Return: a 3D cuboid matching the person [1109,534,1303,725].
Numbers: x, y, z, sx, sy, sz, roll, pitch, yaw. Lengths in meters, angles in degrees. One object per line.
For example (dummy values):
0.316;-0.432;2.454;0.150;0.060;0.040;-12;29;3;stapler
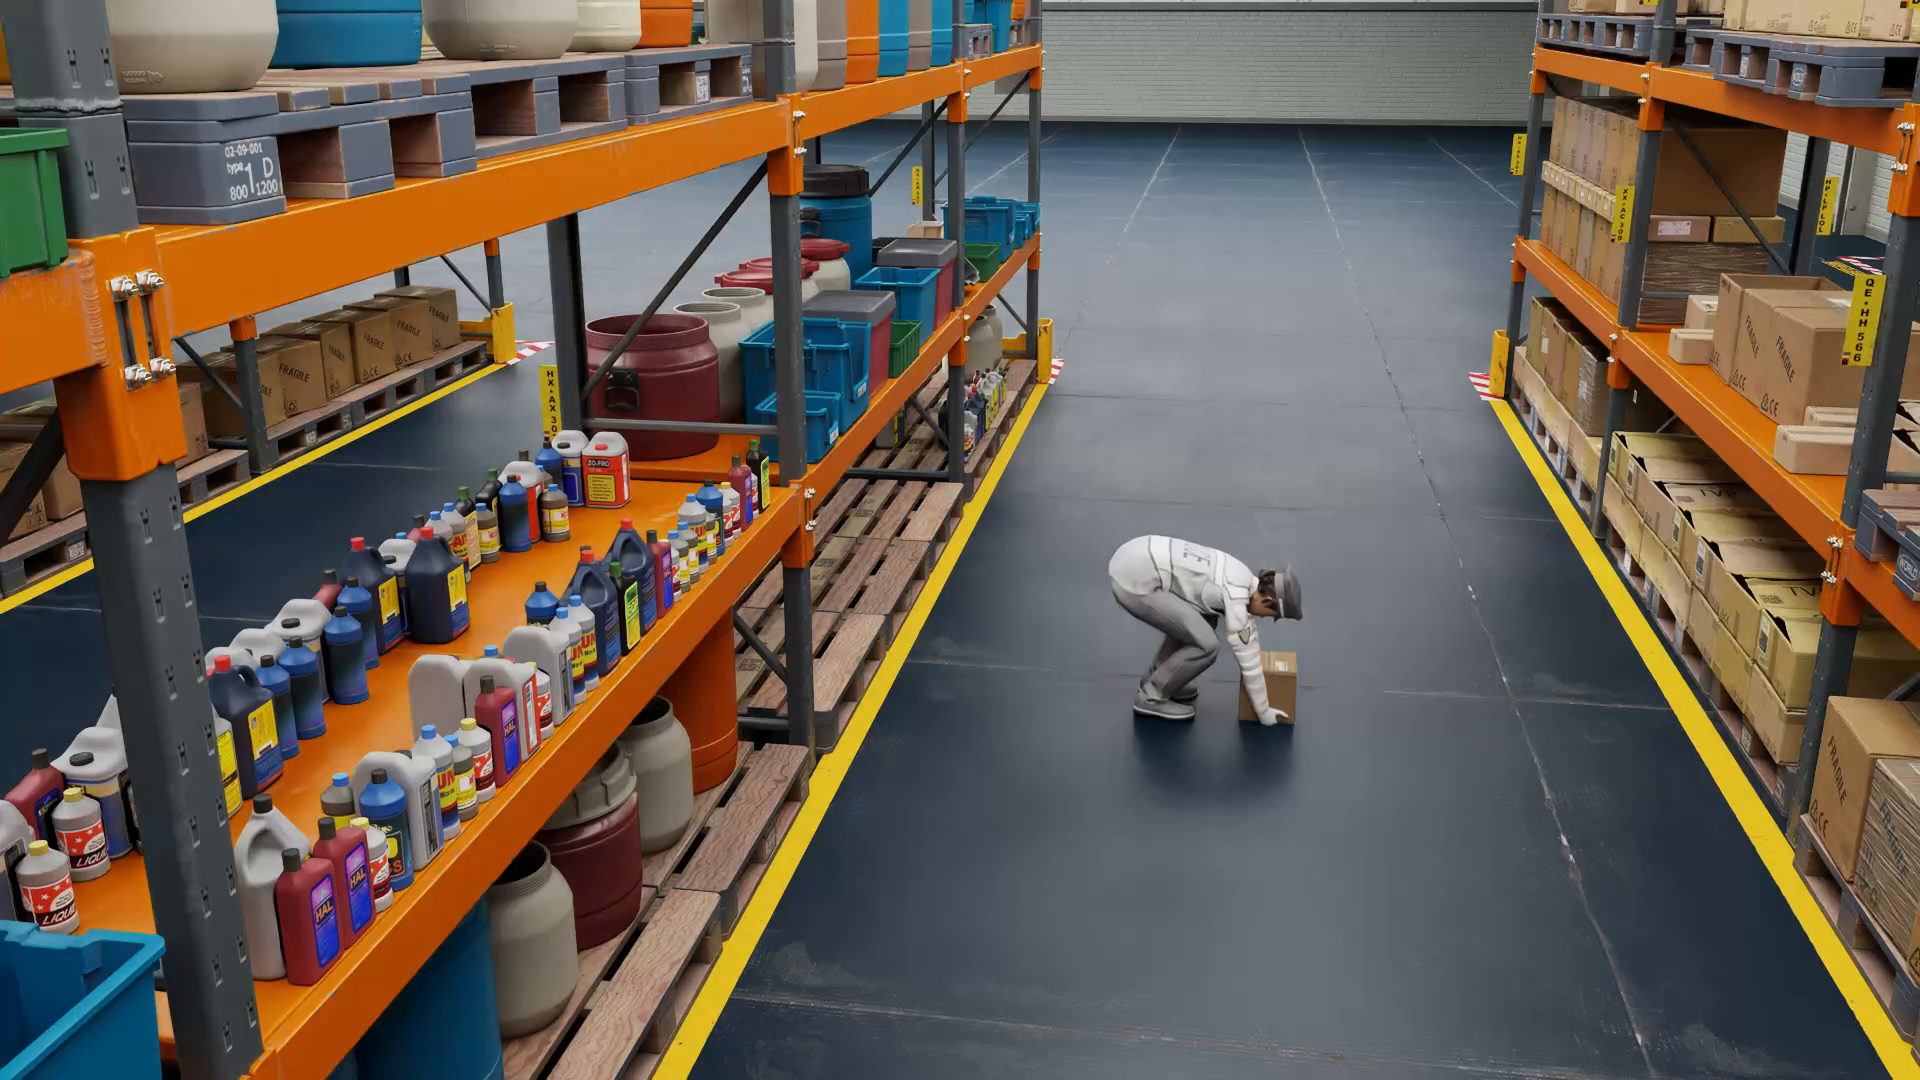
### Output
1.129;0.405;7.699;0.894;0.833;0.468;2;18;6;person
